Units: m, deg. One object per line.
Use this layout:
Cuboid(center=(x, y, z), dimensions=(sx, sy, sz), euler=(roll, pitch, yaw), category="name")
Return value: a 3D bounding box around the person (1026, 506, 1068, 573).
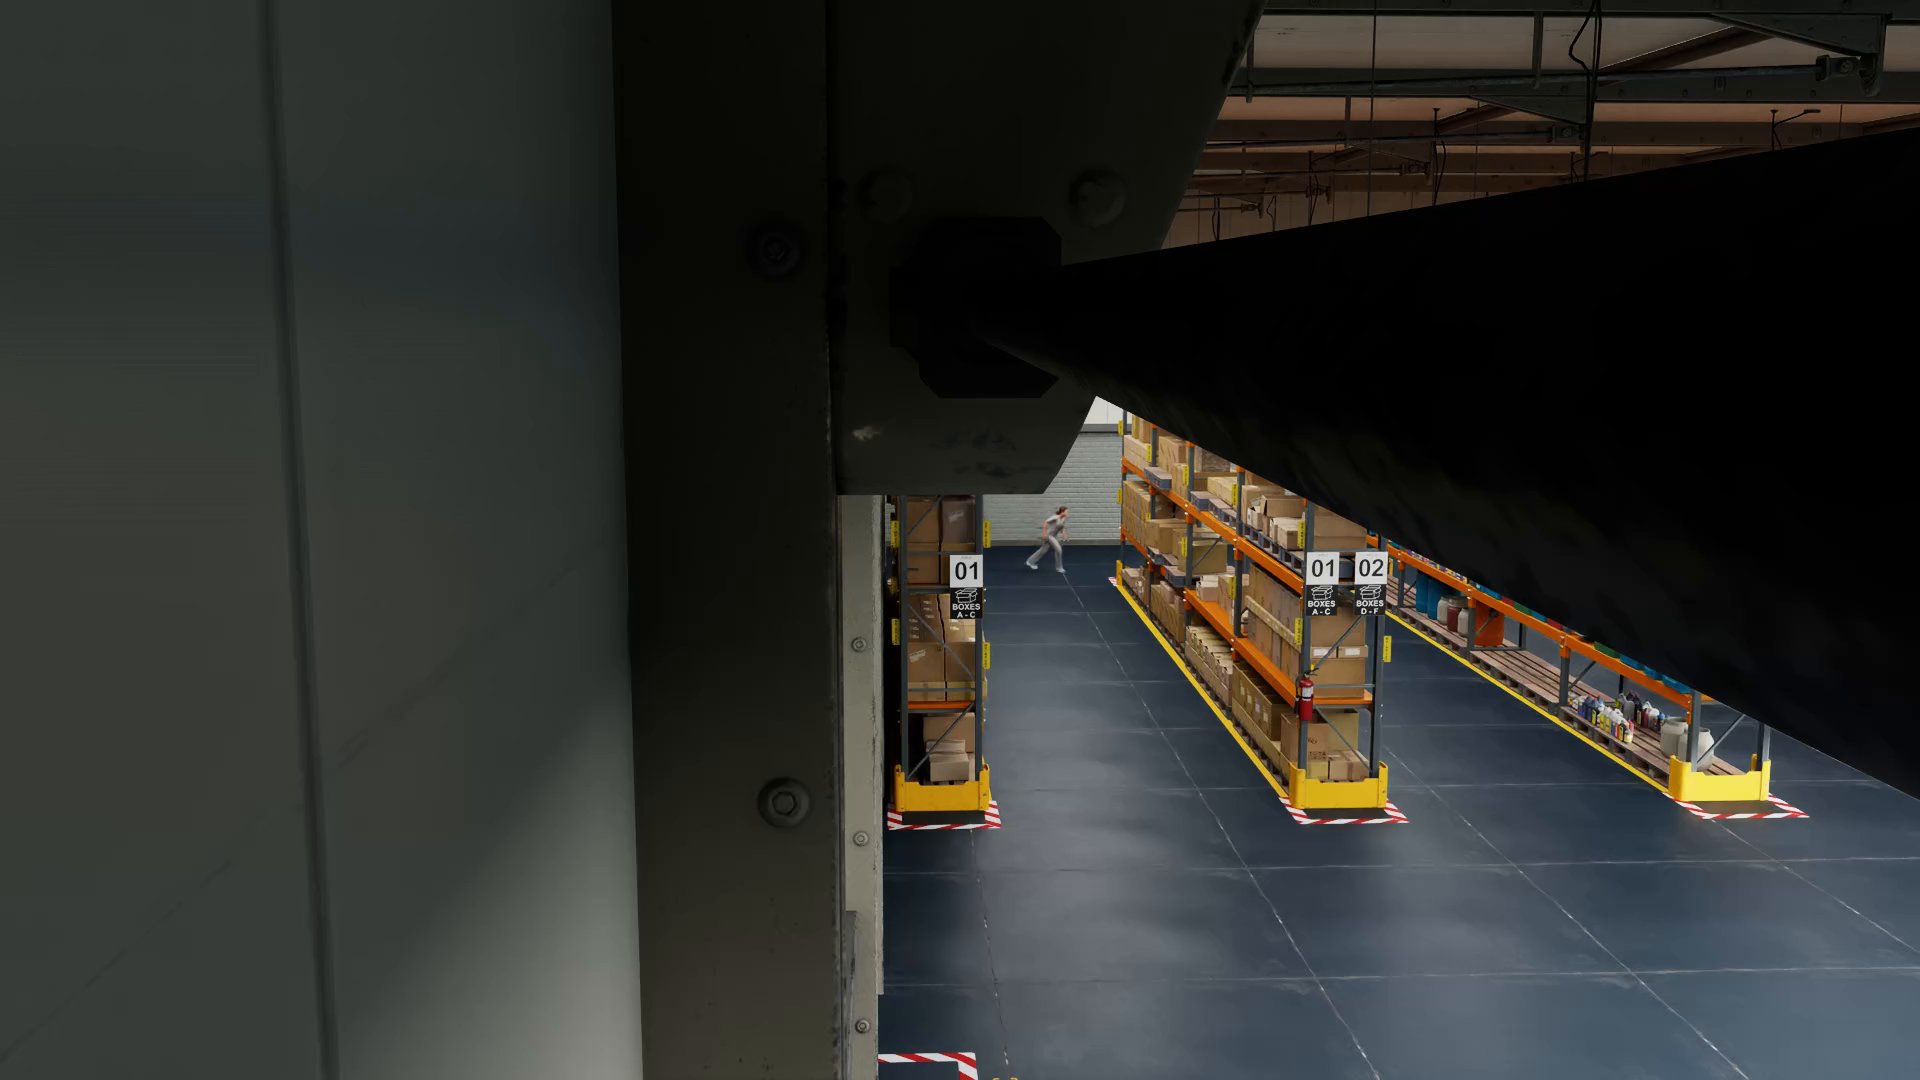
Cuboid(center=(1.997, -0.043, 38.092), dimensions=(0.994, 1.530, 0.576), euler=(4, 9, 27), category="person")
